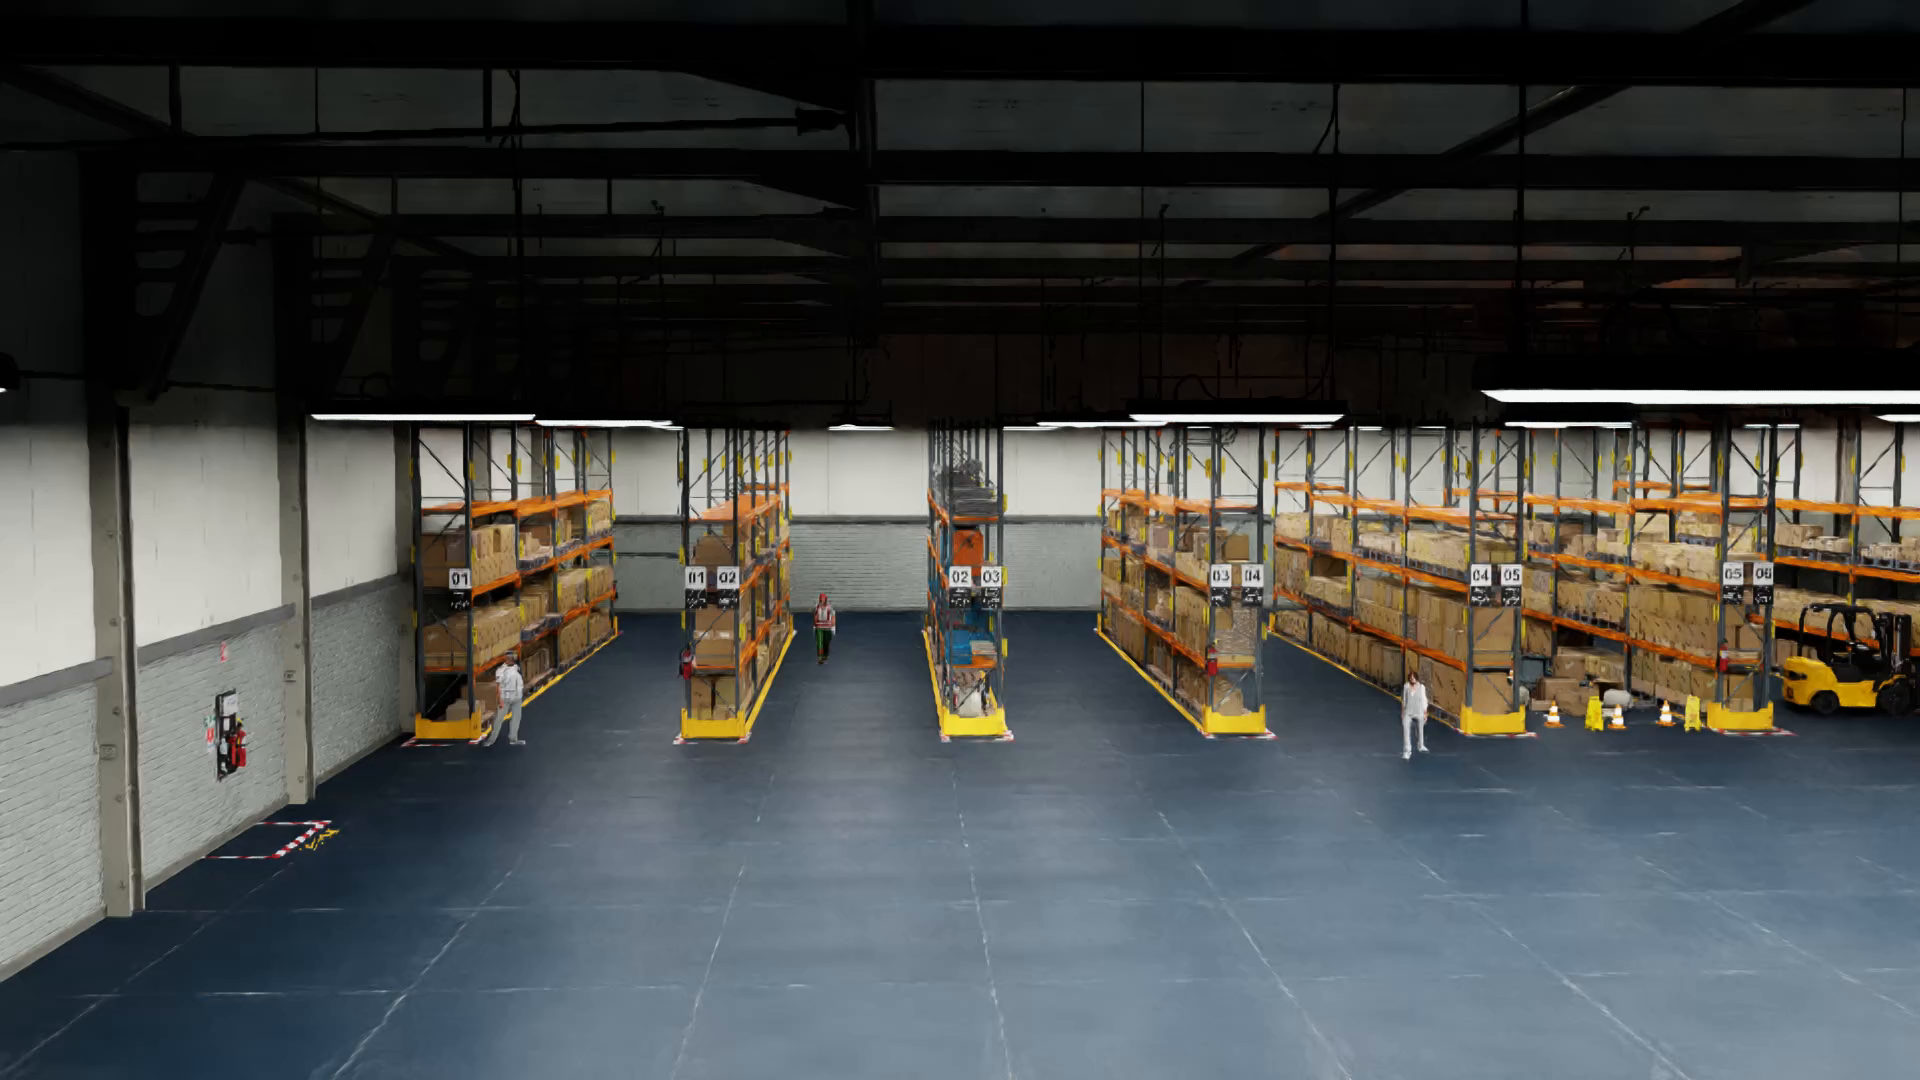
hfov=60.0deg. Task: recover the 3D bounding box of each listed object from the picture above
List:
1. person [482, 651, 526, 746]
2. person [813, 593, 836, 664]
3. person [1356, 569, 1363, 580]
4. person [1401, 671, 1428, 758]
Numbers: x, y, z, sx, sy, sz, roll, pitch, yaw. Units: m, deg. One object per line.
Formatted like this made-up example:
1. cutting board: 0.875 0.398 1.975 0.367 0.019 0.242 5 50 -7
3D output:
1. person: -8.307 2.881 30.237 0.524 1.748 0.735 3 5 42
2. person: -3.361 2.171 41.142 0.564 1.736 1.044 0 4 -4
3. person: 11.610 1.713 48.362 0.622 1.722 0.644 -1 4 -20
4. person: 8.001 3.038 29.253 0.461 1.531 0.866 1 4 19
